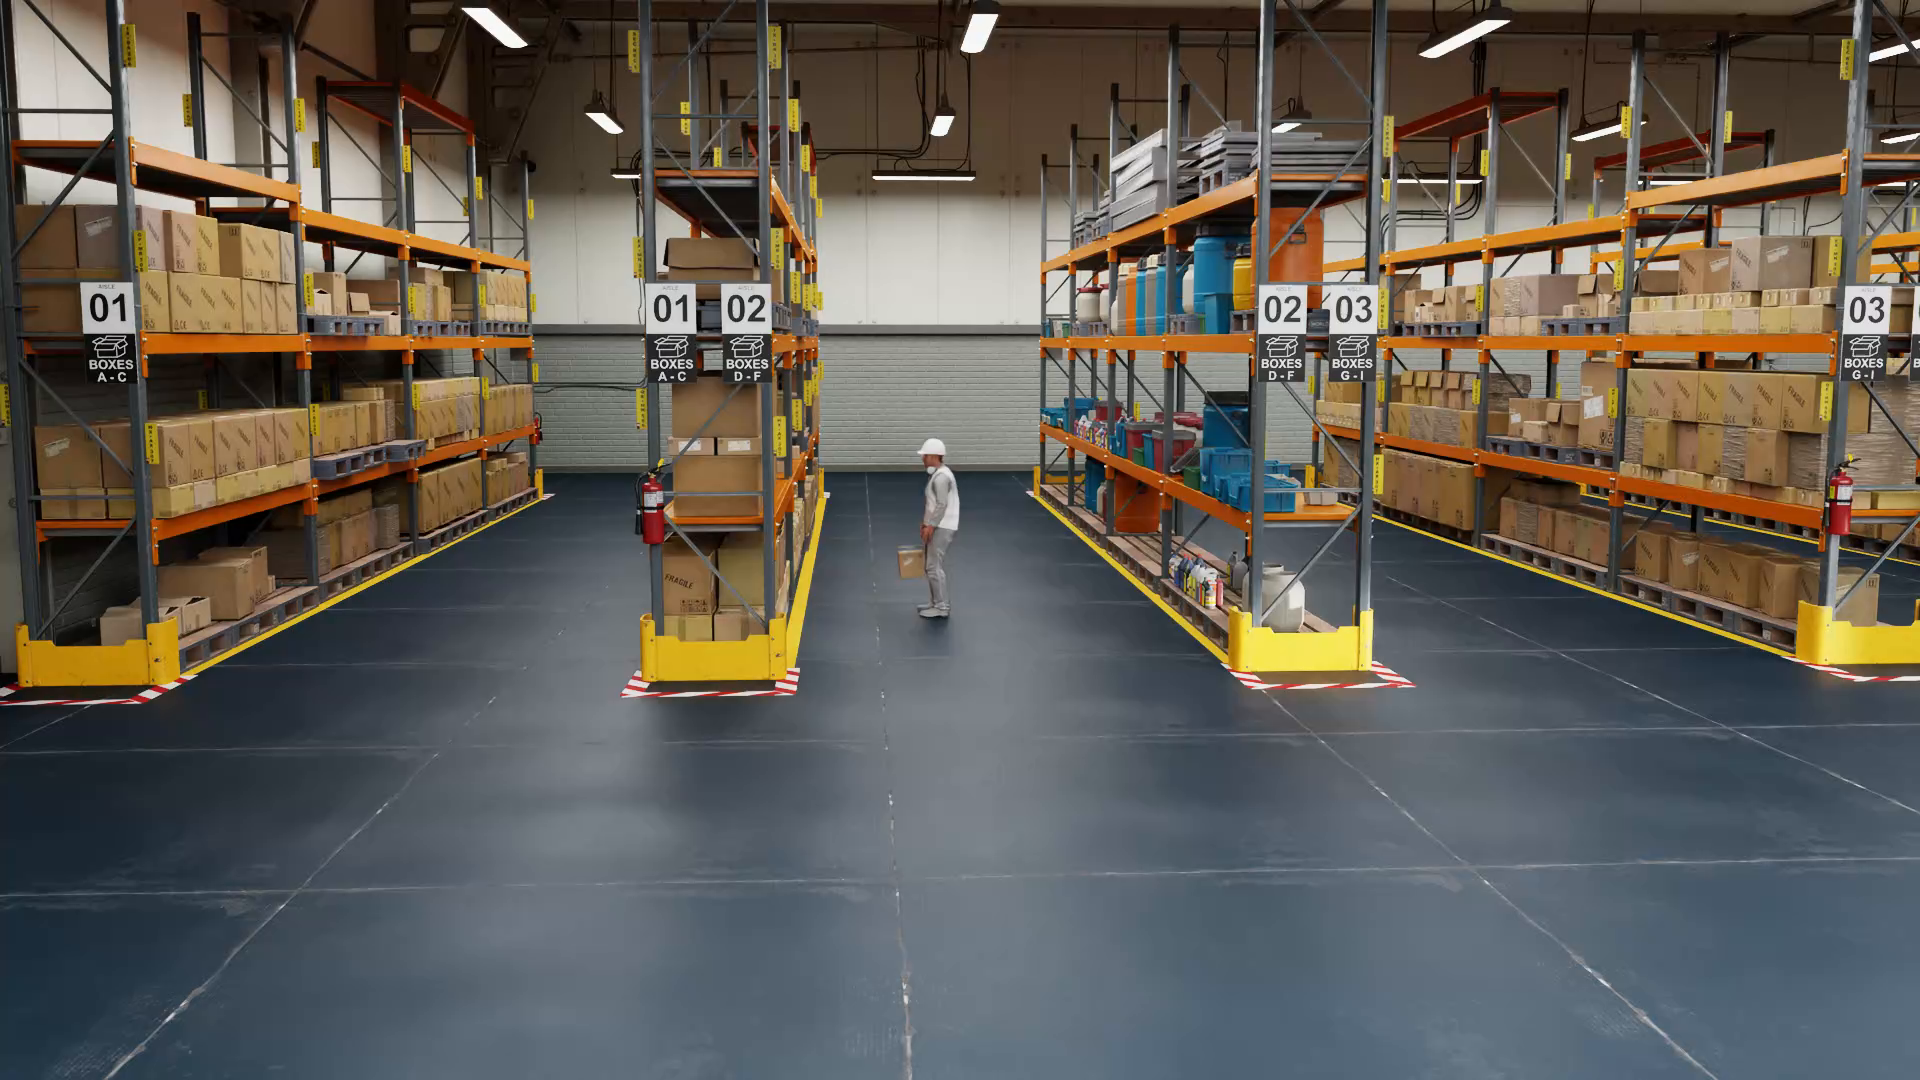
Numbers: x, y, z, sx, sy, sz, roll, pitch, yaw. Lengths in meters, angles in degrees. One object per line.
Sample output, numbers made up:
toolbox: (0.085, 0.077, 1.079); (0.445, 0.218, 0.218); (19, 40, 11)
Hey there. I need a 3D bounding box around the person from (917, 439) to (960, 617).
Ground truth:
person: (-0.221, -0.129, 16.698); (0.430, 1.774, 0.560); (-1, 7, -5)
